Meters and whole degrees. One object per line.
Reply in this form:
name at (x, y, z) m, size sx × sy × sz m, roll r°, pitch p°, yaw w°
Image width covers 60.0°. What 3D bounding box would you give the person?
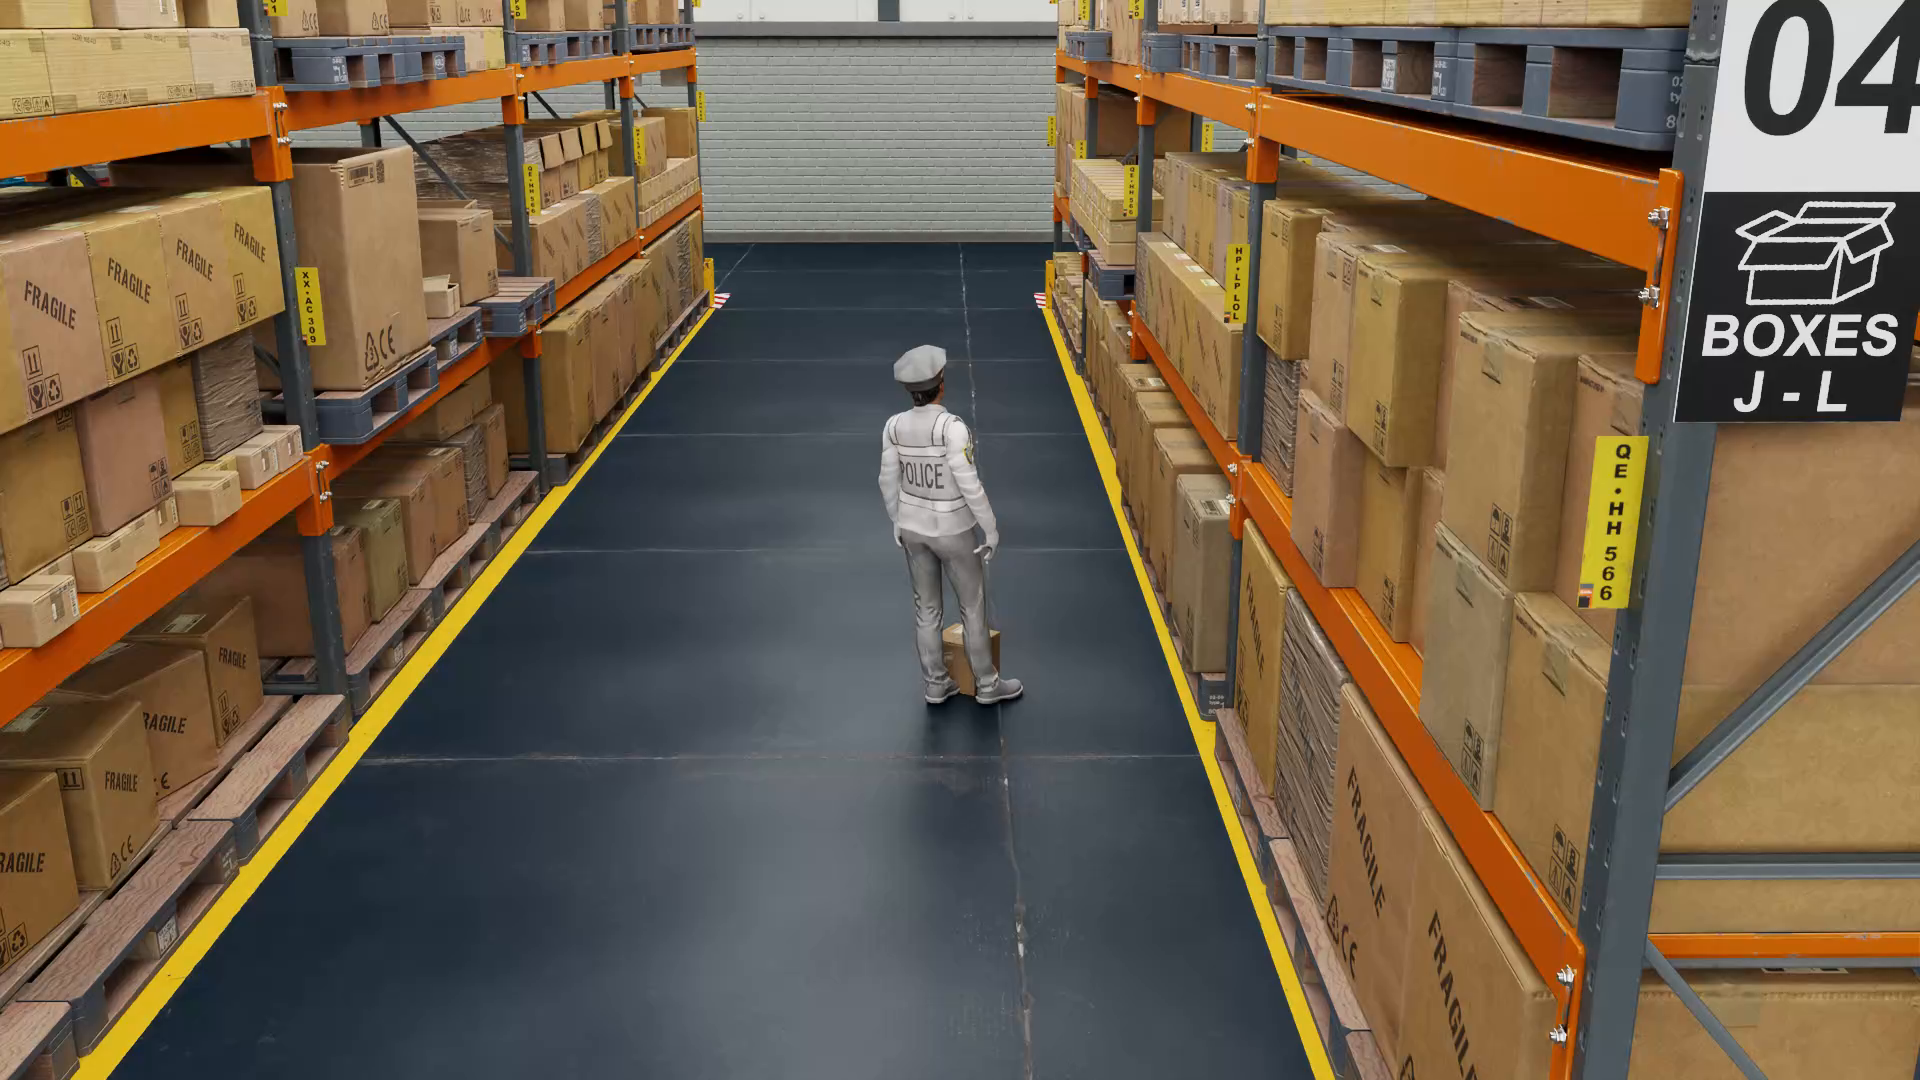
person at (-0.063, -0.064, 7.665) m, size 0.588 × 1.696 × 0.532 m, roll 11°, pitch 20°, yaw 31°
